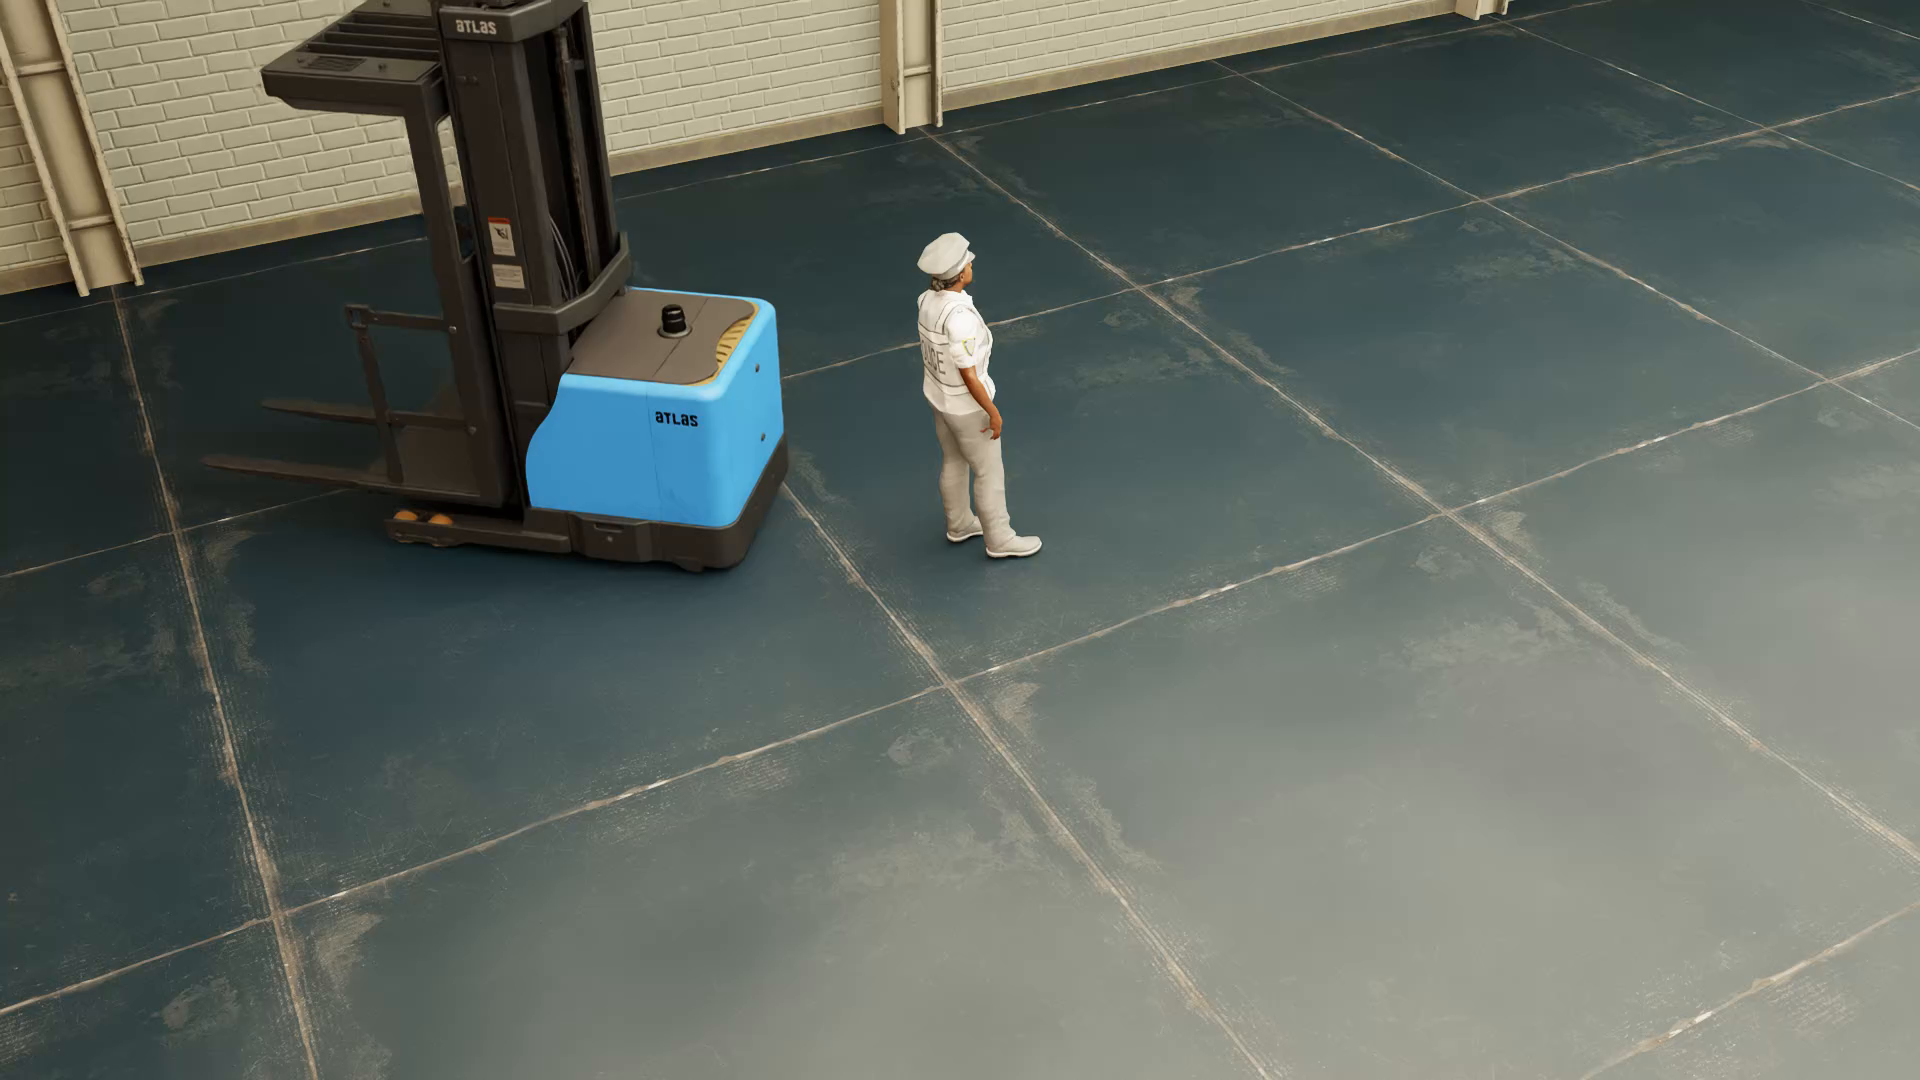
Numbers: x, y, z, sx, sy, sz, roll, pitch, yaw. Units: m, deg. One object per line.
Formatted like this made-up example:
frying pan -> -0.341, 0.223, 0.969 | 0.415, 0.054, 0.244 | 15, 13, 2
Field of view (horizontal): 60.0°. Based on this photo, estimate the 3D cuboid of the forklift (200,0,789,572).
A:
forklift -> -2.504, -1.451, 8.176 | 3.031, 2.935, 1.130 | 6, 36, 9

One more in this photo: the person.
person -> 0.075, -0.707, 8.185 | 0.530, 1.691, 0.570 | -17, 39, -23
